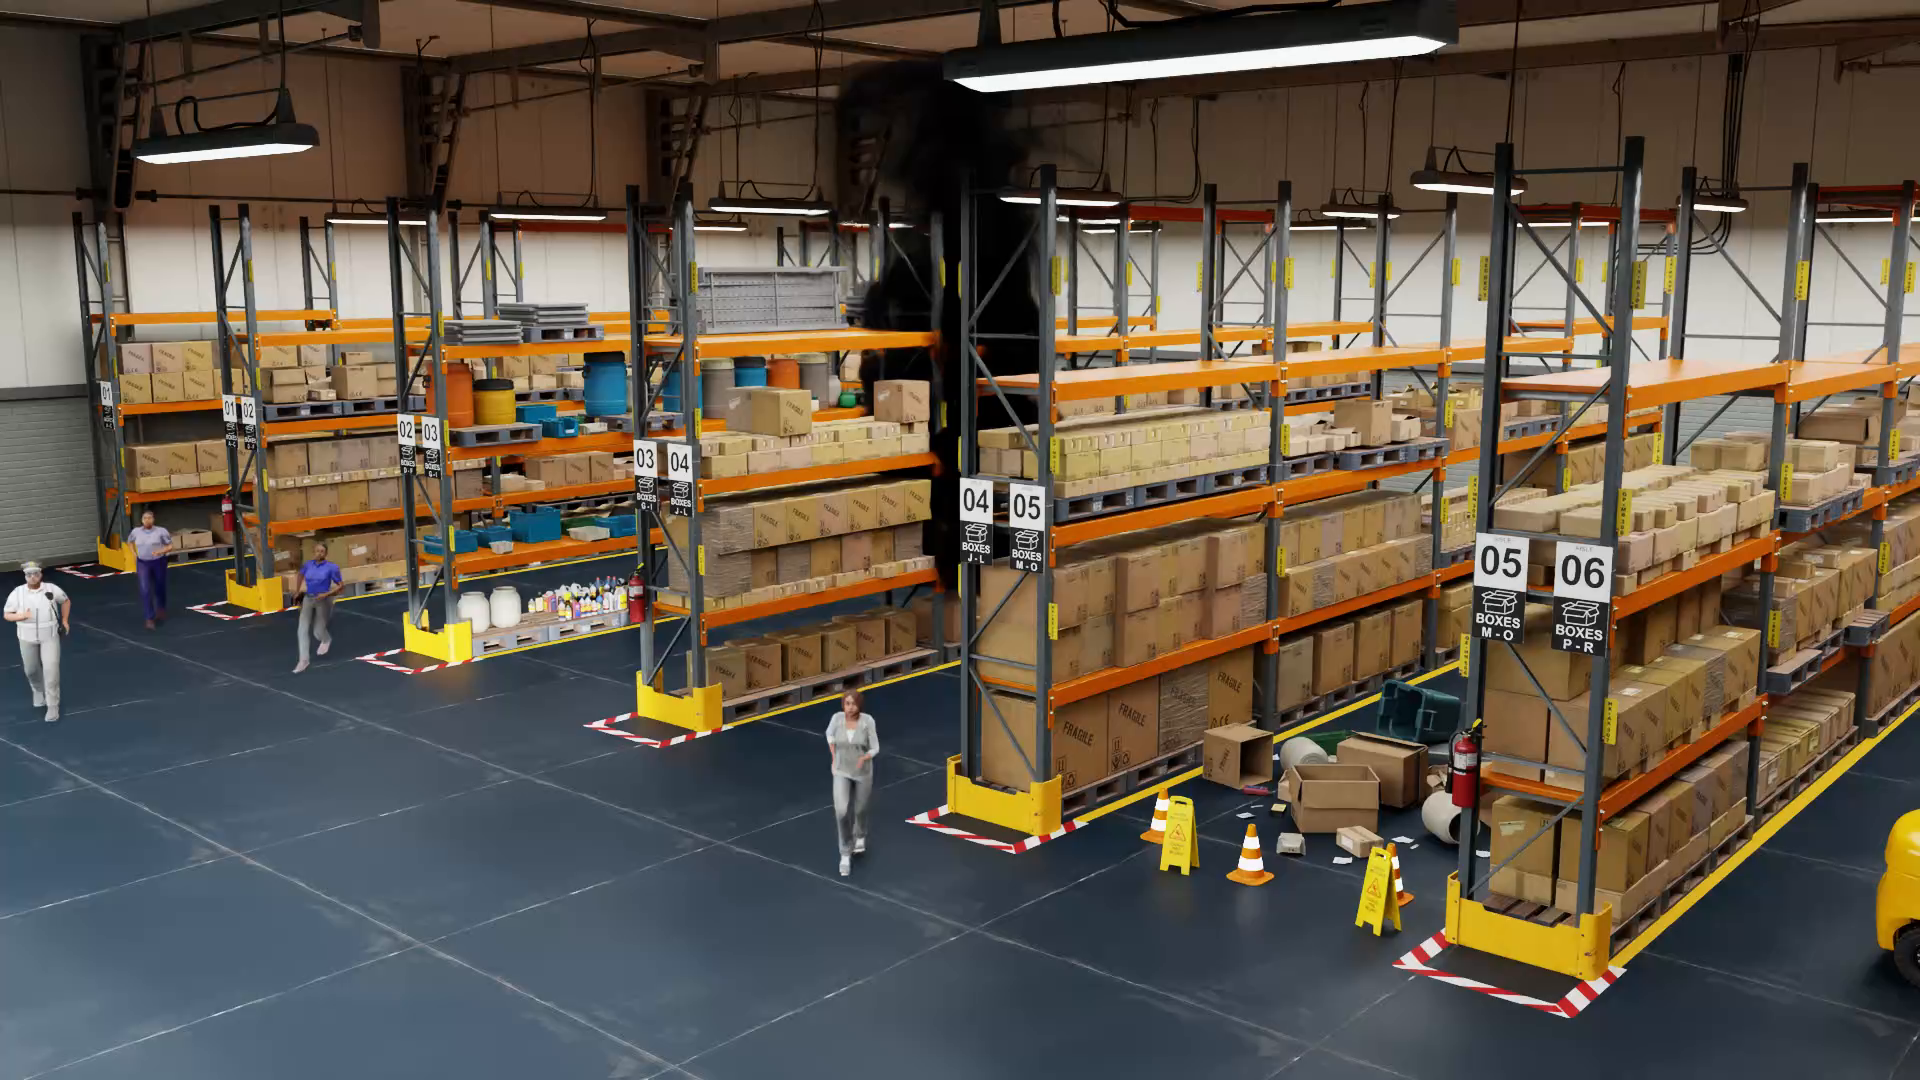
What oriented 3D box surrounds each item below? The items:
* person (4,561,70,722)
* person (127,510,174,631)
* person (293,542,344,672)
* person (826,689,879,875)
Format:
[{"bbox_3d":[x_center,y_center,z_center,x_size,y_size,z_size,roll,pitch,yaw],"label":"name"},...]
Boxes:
[{"bbox_3d":[-10.564,1.118,19.080,0.656,1.788,0.964,-4,10,-24],"label":"person"},{"bbox_3d":[-11.569,0.409,23.819,0.608,1.645,0.811,-4,10,-23],"label":"person"},{"bbox_3d":[-8.264,0.839,21.489,0.629,1.630,0.814,0,9,0],"label":"person"},{"bbox_3d":[-0.920,2.041,14.288,0.459,1.612,0.784,-1,9,-3],"label":"person"}]
